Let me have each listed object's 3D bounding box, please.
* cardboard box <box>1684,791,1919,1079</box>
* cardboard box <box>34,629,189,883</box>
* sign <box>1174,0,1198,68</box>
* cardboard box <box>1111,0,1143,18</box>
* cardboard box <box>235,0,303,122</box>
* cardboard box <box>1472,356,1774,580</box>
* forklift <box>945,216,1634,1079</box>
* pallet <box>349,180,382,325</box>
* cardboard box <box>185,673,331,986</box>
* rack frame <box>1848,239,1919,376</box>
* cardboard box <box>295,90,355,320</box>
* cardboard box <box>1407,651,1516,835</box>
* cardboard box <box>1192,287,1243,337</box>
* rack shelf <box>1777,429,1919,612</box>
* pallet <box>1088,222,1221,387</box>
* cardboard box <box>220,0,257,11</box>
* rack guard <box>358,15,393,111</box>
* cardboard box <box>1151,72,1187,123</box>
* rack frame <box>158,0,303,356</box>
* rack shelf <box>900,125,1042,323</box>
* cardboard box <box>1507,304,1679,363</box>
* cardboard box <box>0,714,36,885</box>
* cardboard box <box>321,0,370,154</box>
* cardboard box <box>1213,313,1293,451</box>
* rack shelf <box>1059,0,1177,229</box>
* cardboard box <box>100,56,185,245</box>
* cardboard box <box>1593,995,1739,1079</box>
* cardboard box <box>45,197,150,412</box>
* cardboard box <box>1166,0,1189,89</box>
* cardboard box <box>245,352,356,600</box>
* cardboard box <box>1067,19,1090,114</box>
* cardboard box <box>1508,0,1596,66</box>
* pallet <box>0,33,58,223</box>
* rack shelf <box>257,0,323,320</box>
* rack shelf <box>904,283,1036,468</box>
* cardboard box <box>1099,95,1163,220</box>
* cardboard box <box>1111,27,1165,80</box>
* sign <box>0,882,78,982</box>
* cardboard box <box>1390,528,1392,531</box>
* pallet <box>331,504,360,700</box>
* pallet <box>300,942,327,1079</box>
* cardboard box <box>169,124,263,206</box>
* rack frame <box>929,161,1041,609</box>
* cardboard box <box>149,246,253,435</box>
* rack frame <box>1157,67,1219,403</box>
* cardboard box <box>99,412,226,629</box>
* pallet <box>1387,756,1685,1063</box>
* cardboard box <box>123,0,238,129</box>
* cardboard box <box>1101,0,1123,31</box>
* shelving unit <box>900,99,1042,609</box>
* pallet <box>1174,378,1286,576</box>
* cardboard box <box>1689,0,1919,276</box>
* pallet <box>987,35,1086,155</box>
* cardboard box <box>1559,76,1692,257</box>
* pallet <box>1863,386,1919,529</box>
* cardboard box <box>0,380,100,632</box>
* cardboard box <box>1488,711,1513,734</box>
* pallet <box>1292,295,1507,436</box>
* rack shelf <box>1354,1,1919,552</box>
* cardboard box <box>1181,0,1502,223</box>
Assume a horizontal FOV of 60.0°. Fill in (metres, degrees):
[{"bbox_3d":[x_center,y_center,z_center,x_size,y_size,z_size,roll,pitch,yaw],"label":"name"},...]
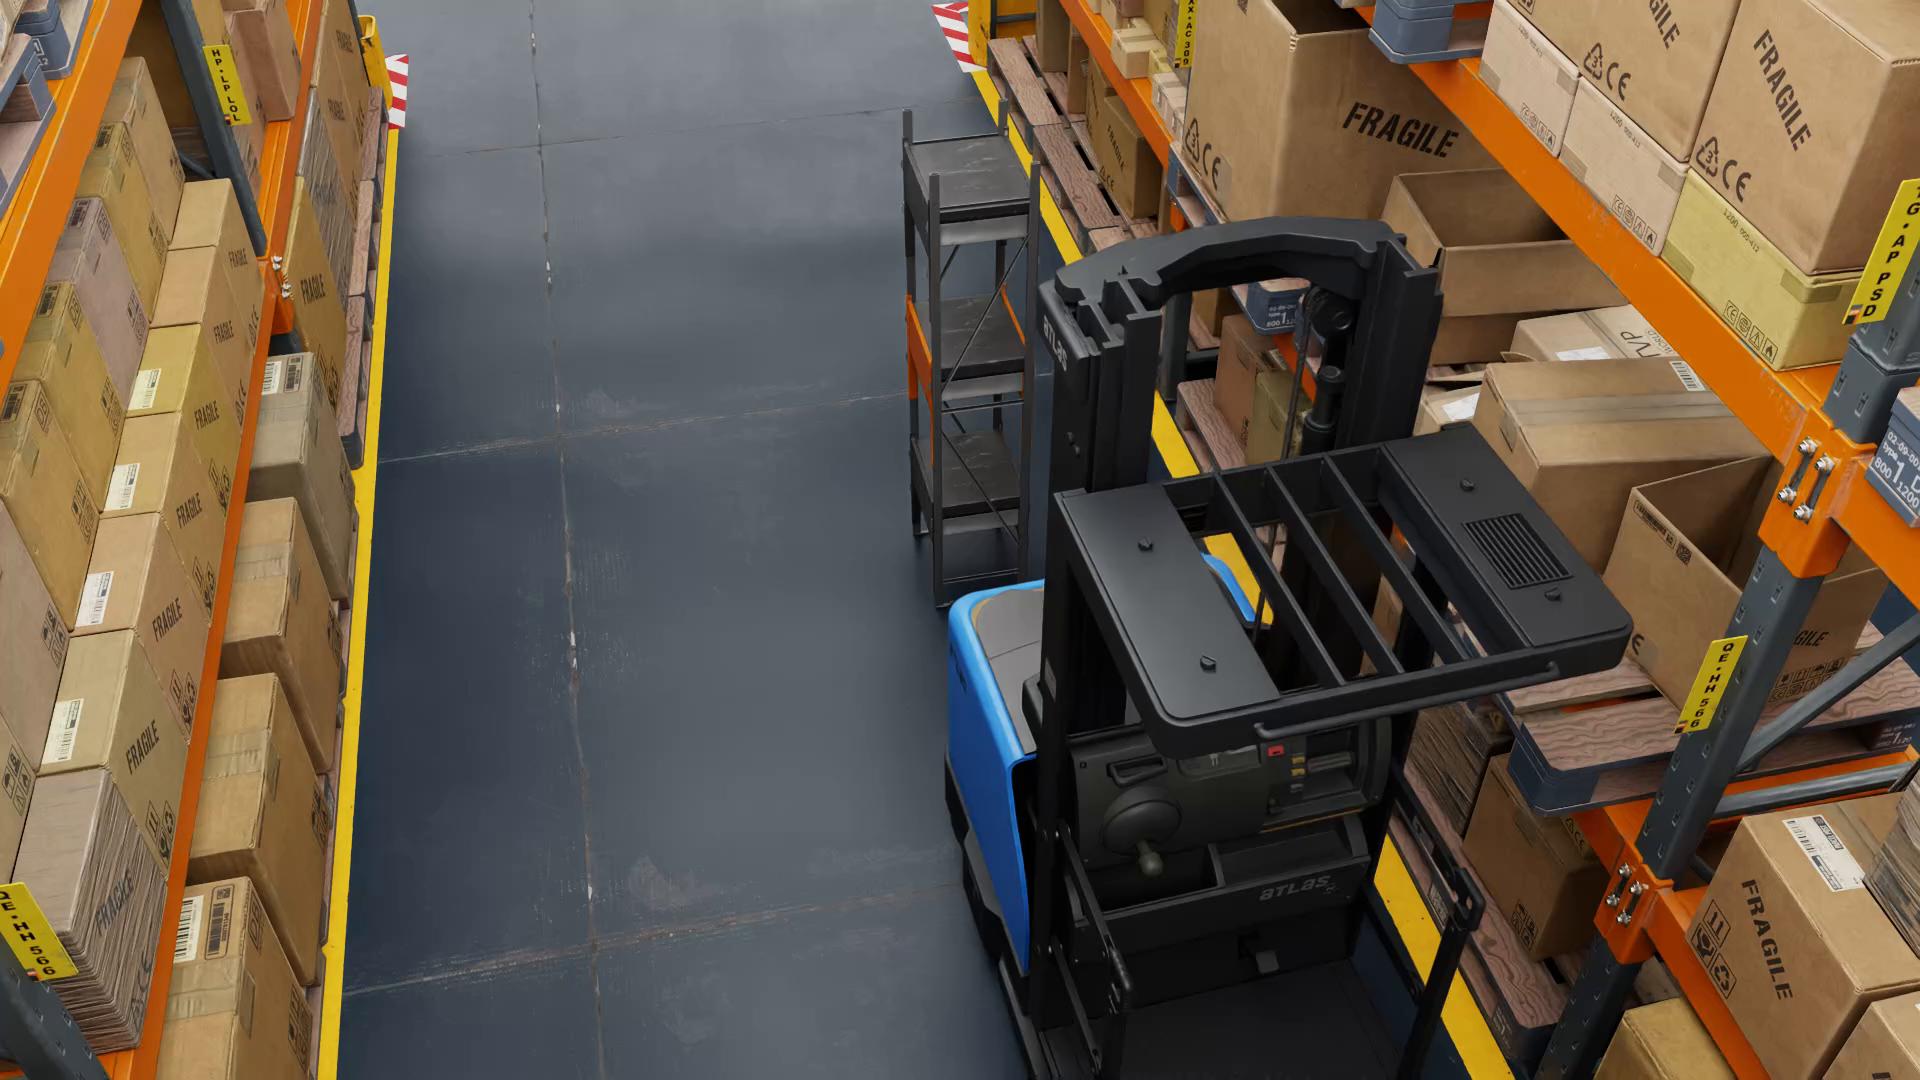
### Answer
[{"bbox_3d":[2.200,0.992,4.079,0.500,0.500,0.500,-7,42,-8],"label":"cardboard box"},{"bbox_3d":[-2.450,0.624,4.493,0.500,0.500,0.500,-9,42,-10],"label":"cardboard box"},{"bbox_3d":[0.969,-2.158,7.052,0.100,0.325,0.005,-8,42,-9],"label":"sign"},{"bbox_3d":[1.181,-3.005,8.358,0.875,0.500,0.500,-8,42,-9],"label":"cardboard box"},{"bbox_3d":[-3.601,-2.286,7.734,0.875,0.550,0.550,-8,42,-9],"label":"cardboard box"},{"bbox_3d":[1.987,-0.211,5.118,0.700,0.500,0.500,-3,42,-3],"label":"cardboard box"},{"bbox_3d":[0.821,0.760,4.468,1.130,2.935,3.031,-10,43,-11],"label":"forklift"},{"bbox_3d":[-3.722,-1.526,9.092,1.003,0.211,1.213,-8,42,-9],"label":"pallet"},{"bbox_3d":[-2.740,1.031,5.489,1.050,0.750,0.750,-8,42,-9],"label":"cardboard box"},{"bbox_3d":[2.361,-1.568,2.520,1.000,3.000,0.127,-8,42,-9],"label":"rack frame"},{"bbox_3d":[-3.633,-1.636,8.399,0.875,0.875,0.875,-8,42,-9],"label":"cardboard box"},{"bbox_3d":[2.064,0.657,6.084,0.700,0.500,0.500,-12,43,-13],"label":"cardboard box"},{"bbox_3d":[1.450,-1.405,8.421,0.500,0.500,0.500,-10,42,-11],"label":"cardboard box"},{"bbox_3d":[2.792,1.119,2.294,1.077,0.370,4.000,-8,42,-9],"label":"rack shelf"},{"bbox_3d":[1.318,-1.305,8.843,1.003,0.211,1.213,-8,42,-9],"label":"pallet"},{"bbox_3d":[-3.628,-2.686,7.371,0.875,0.550,0.550,-8,42,-9],"label":"cardboard box"},{"bbox_3d":[-4.236,-2.946,10.474,1.175,0.500,0.348,-8,42,-9],"label":"rack guard"},{"bbox_3d":[1.119,-2.084,7.809,0.380,0.149,0.250,-8,42,-9],"label":"cardboard box"},{"bbox_3d":[-3.368,-1.272,6.705,1.000,3.000,0.127,-8,42,-9],"label":"rack frame"},{"bbox_3d":[0.036,-1.191,6.258,0.431,0.518,0.480,-8,42,-9],"label":"rack shelf"},{"bbox_3d":[2.224,-0.545,5.683,0.500,0.250,0.500,-9,42,-10],"label":"cardboard box"},{"bbox_3d":[-2.591,0.617,3.749,0.700,0.500,0.500,-9,42,-10],"label":"cardboard box"},{"bbox_3d":[-4.020,-2.797,9.708,0.875,0.875,0.875,-8,42,-9],"label":"cardboard box"},{"bbox_3d":[1.609,-0.746,7.664,0.700,0.500,0.500,-11,43,-13],"label":"cardboard box"},{"bbox_3d":[1.066,-2.945,9.131,1.077,0.370,4.000,-8,42,-9],"label":"rack shelf"},{"bbox_3d":[-3.255,-1.362,5.979,0.700,0.500,0.500,-9,42,-10],"label":"cardboard box"},{"bbox_3d":[2.489,1.763,4.570,1.225,0.875,0.875,-10,43,-11],"label":"cardboard box"},{"bbox_3d":[-3.033,-0.702,5.234,0.700,0.500,0.500,-8,42,-9],"label":"cardboard box"},{"bbox_3d":[1.461,-2.366,7.639,0.875,0.500,0.500,-8,42,-9],"label":"cardboard box"},{"bbox_3d":[-3.146,-0.198,6.874,1.050,0.750,0.750,-9,42,-10],"label":"cardboard box"},{"bbox_3d":[0.915,-2.943,10.154,0.500,0.500,0.500,2,42,2],"label":"cardboard box"},{"bbox_3d":[1.800,-1.598,4.361,0.500,0.500,0.500,-8,42,-9],"label":"cardboard box"},{"bbox_3d":[-2.939,-0.865,4.129,1.003,0.211,1.213,-7,42,-7],"label":"pallet"},{"bbox_3d":[-3.799,-2.299,8.405,1.077,0.370,4.000,-8,42,-9],"label":"rack shelf"},{"bbox_3d":[0.036,-0.668,6.723,0.431,0.518,0.480,-8,42,-9],"label":"rack shelf"},{"bbox_3d":[1.108,-2.166,9.279,0.500,0.500,0.500,-12,43,-13],"label":"cardboard box"},{"bbox_3d":[0.961,-2.401,8.166,0.380,0.149,0.250,-8,42,-9],"label":"cardboard box"},{"bbox_3d":[-1.976,0.833,3.521,0.100,0.325,0.005,-8,42,-9],"label":"sign"},{"bbox_3d":[1.815,-0.071,6.904,0.700,0.500,0.500,-12,43,-13],"label":"cardboard box"},{"bbox_3d":[-3.127,0.260,7.080,1.003,0.211,1.213,-8,42,-9],"label":"pallet"},{"bbox_3d":[-2.601,1.842,5.298,1.003,0.211,1.213,-8,42,-9],"label":"pallet"},{"bbox_3d":[-3.459,-1.566,6.923,0.875,0.550,0.550,-8,42,-9],"label":"cardboard box"},{"bbox_3d":[0.088,-0.520,6.536,0.400,2.100,0.015,-8,42,-9],"label":"rack frame"},{"bbox_3d":[-2.885,-0.682,5.965,0.500,0.500,0.500,-9,42,-10],"label":"cardboard box"},{"bbox_3d":[1.497,-1.917,7.432,1.000,3.000,0.127,-8,42,-9],"label":"rack frame"},{"bbox_3d":[-2.664,-0.026,5.226,0.500,0.500,0.500,-9,42,-10],"label":"cardboard box"},{"bbox_3d":[2.193,1.212,6.008,1.003,0.211,1.213,-8,42,-9],"label":"pallet"},{"bbox_3d":[-3.414,-1.976,6.572,0.875,0.550,0.550,-8,42,-9],"label":"cardboard box"},{"bbox_3d":[0.942,-2.738,8.546,0.380,0.149,0.250,-8,42,-9],"label":"cardboard box"},{"bbox_3d":[0.036,-0.678,6.714,0.431,2.100,0.503,-8,42,-9],"label":"shelving unit"},{"bbox_3d":[1.667,-0.370,7.790,1.003,0.211,1.213,-8,42,-9],"label":"pallet"},{"bbox_3d":[2.013,-0.944,3.624,0.500,0.500,0.500,-7,42,-8],"label":"cardboard box"},{"bbox_3d":[0.791,-2.886,10.624,1.003,0.211,1.213,-8,42,-9],"label":"pallet"},{"bbox_3d":[1.898,-0.983,4.233,0.500,0.250,0.500,-8,42,-9],"label":"cardboard box"},{"bbox_3d":[2.551,0.034,3.117,1.213,0.211,1.003,-7,42,-7],"label":"pallet"},{"bbox_3d":[-2.815,-0.043,4.492,0.700,0.500,0.500,-9,42,-10],"label":"cardboard box"},{"bbox_3d":[2.062,0.393,5.816,0.500,0.250,0.500,-4,42,-4],"label":"cardboard box"},{"bbox_3d":[1.893,-0.530,6.014,1.003,0.211,1.213,-8,42,-9],"label":"pallet"},{"bbox_3d":[1.929,-1.474,5.215,1.077,0.370,4.000,-8,42,-9],"label":"rack shelf"},{"bbox_3d":[1.532,-1.764,6.491,1.000,1.000,1.000,-8,42,-9],"label":"cardboard box"}]
